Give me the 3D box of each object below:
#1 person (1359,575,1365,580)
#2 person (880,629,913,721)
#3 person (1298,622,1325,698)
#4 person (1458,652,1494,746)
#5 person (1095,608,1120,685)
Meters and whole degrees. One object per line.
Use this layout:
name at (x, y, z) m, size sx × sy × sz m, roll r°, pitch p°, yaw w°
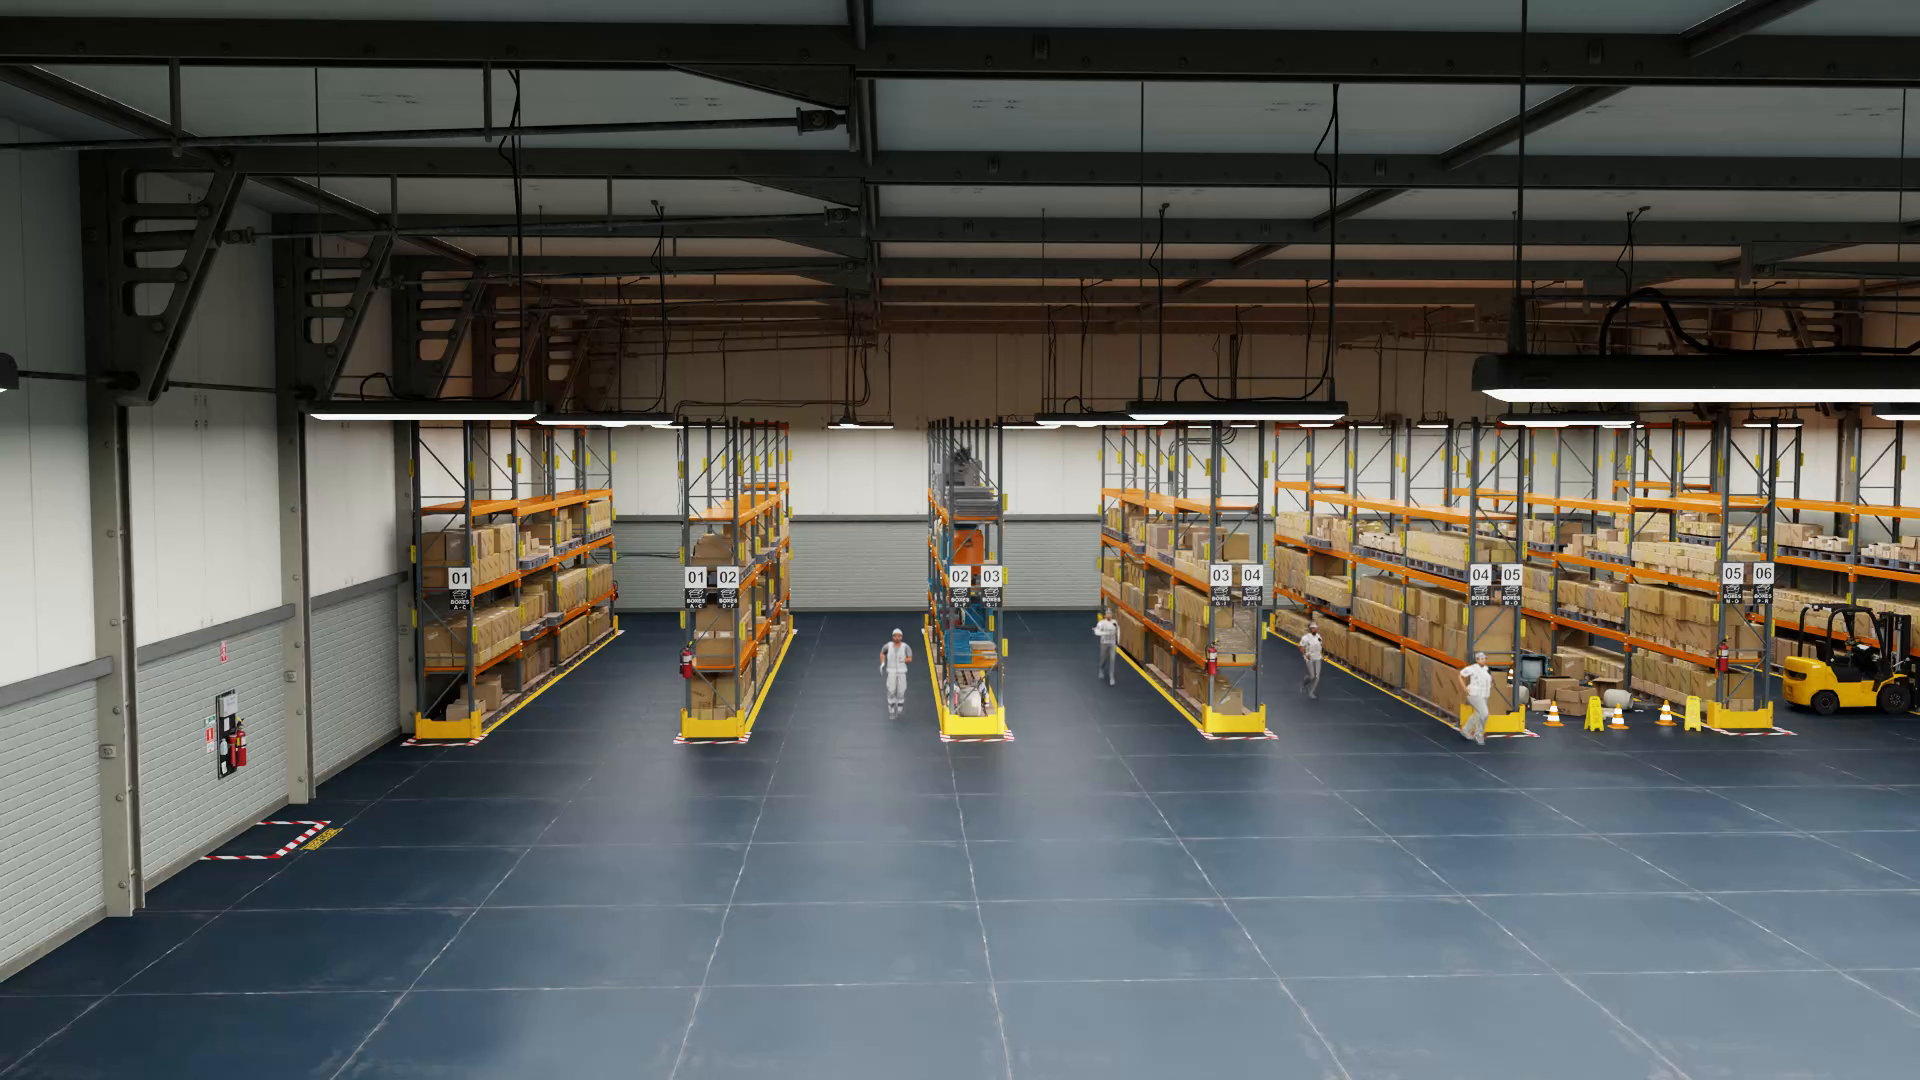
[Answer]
person at (11.146, 1.842, 46.045) m, size 0.698 × 1.757 × 0.886 m, roll 0°, pitch 4°, yaw -7°
person at (-1.264, 2.676, 33.031) m, size 0.644 × 1.830 × 0.752 m, roll 0°, pitch 4°, yaw -5°
person at (7.568, 2.567, 35.678) m, size 0.557 × 1.654 × 0.549 m, roll -1°, pitch 4°, yaw -18°
person at (9.543, 2.915, 30.624) m, size 0.599 × 1.692 × 0.677 m, roll -3°, pitch 5°, yaw -38°
person at (3.367, 2.373, 37.872) m, size 0.638 × 1.682 × 0.897 m, roll -1°, pitch 4°, yaw -9°
